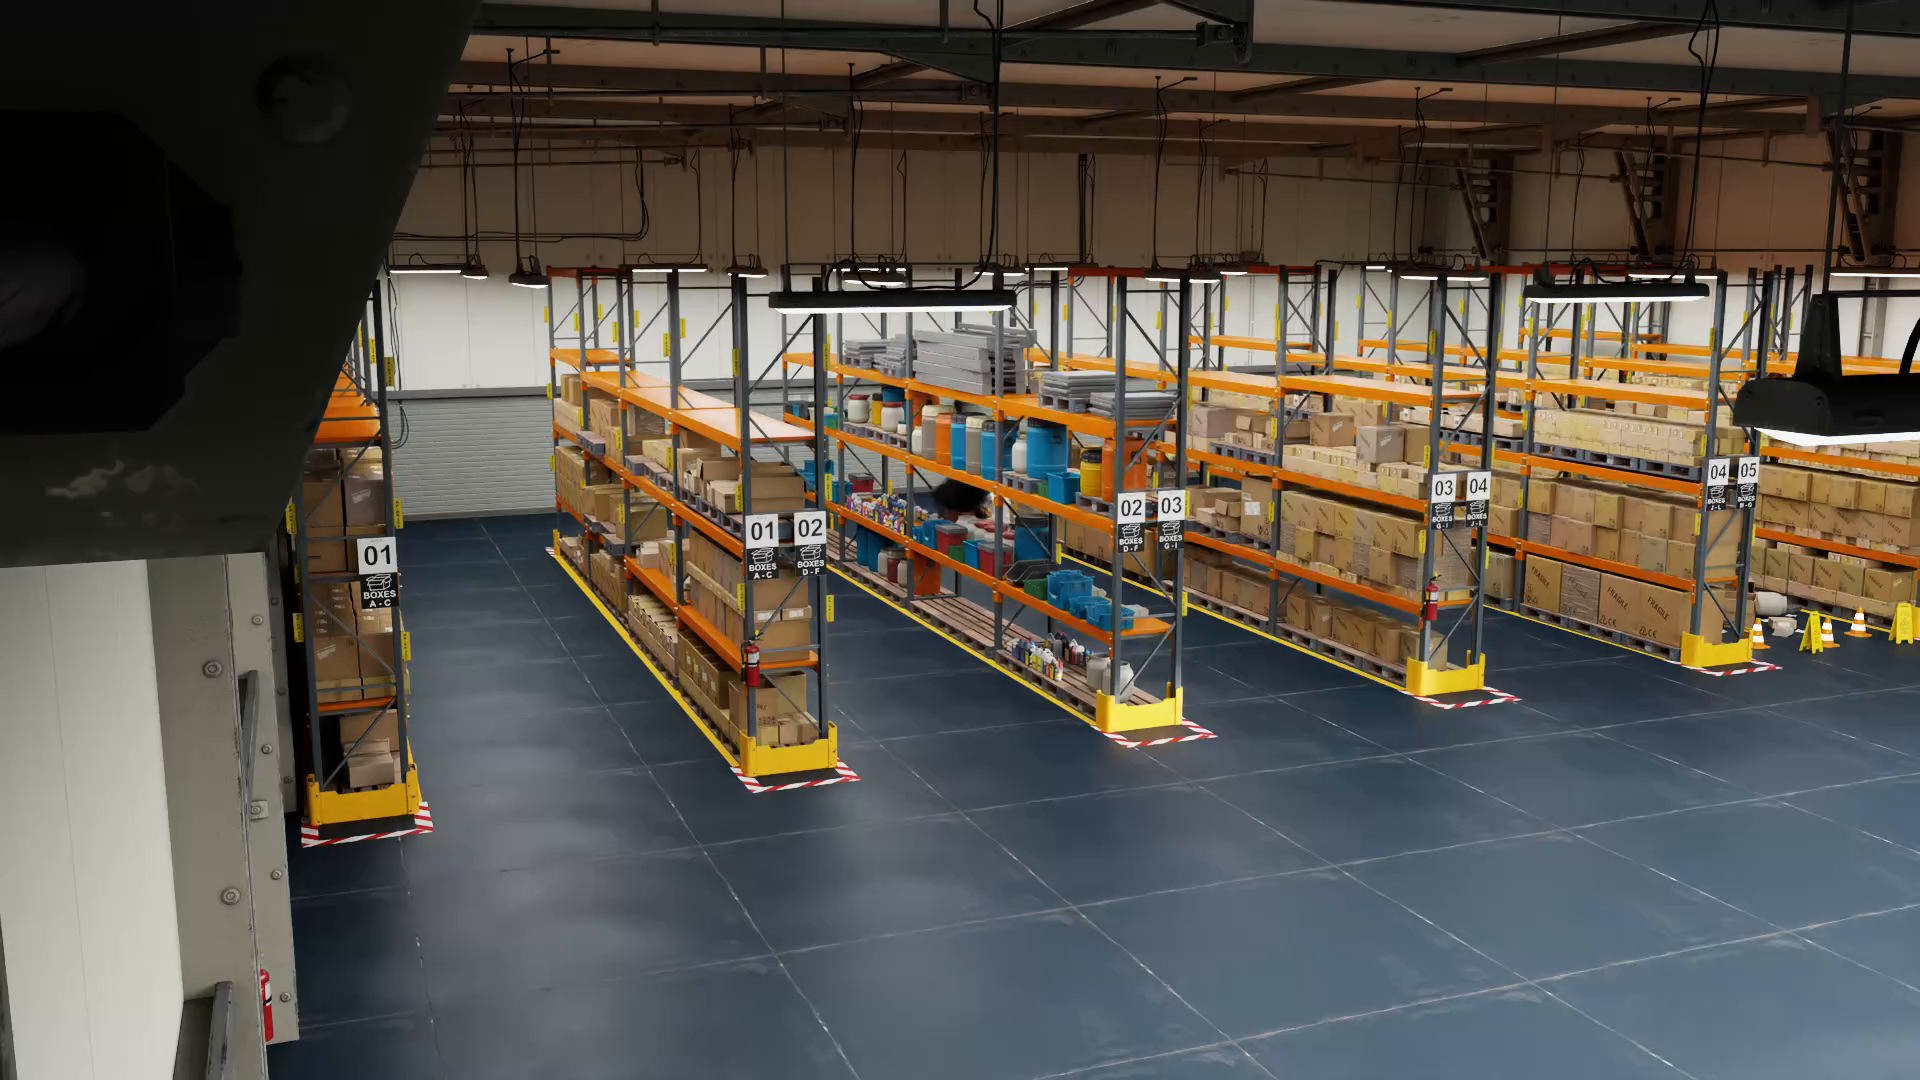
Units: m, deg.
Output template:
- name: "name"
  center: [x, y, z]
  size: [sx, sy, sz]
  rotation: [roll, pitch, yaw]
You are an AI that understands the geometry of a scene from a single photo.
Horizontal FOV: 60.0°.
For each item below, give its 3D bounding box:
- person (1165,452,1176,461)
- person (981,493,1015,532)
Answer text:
- name: "person"
  center: [5.269, -1.714, 41.647]
  size: [0.546, 1.684, 0.683]
  rotation: [5, 11, 27]
- name: "person"
  center: [0.731, -0.317, 31.796]
  size: [0.683, 1.750, 0.616]
  rotation: [-6, 11, -30]
